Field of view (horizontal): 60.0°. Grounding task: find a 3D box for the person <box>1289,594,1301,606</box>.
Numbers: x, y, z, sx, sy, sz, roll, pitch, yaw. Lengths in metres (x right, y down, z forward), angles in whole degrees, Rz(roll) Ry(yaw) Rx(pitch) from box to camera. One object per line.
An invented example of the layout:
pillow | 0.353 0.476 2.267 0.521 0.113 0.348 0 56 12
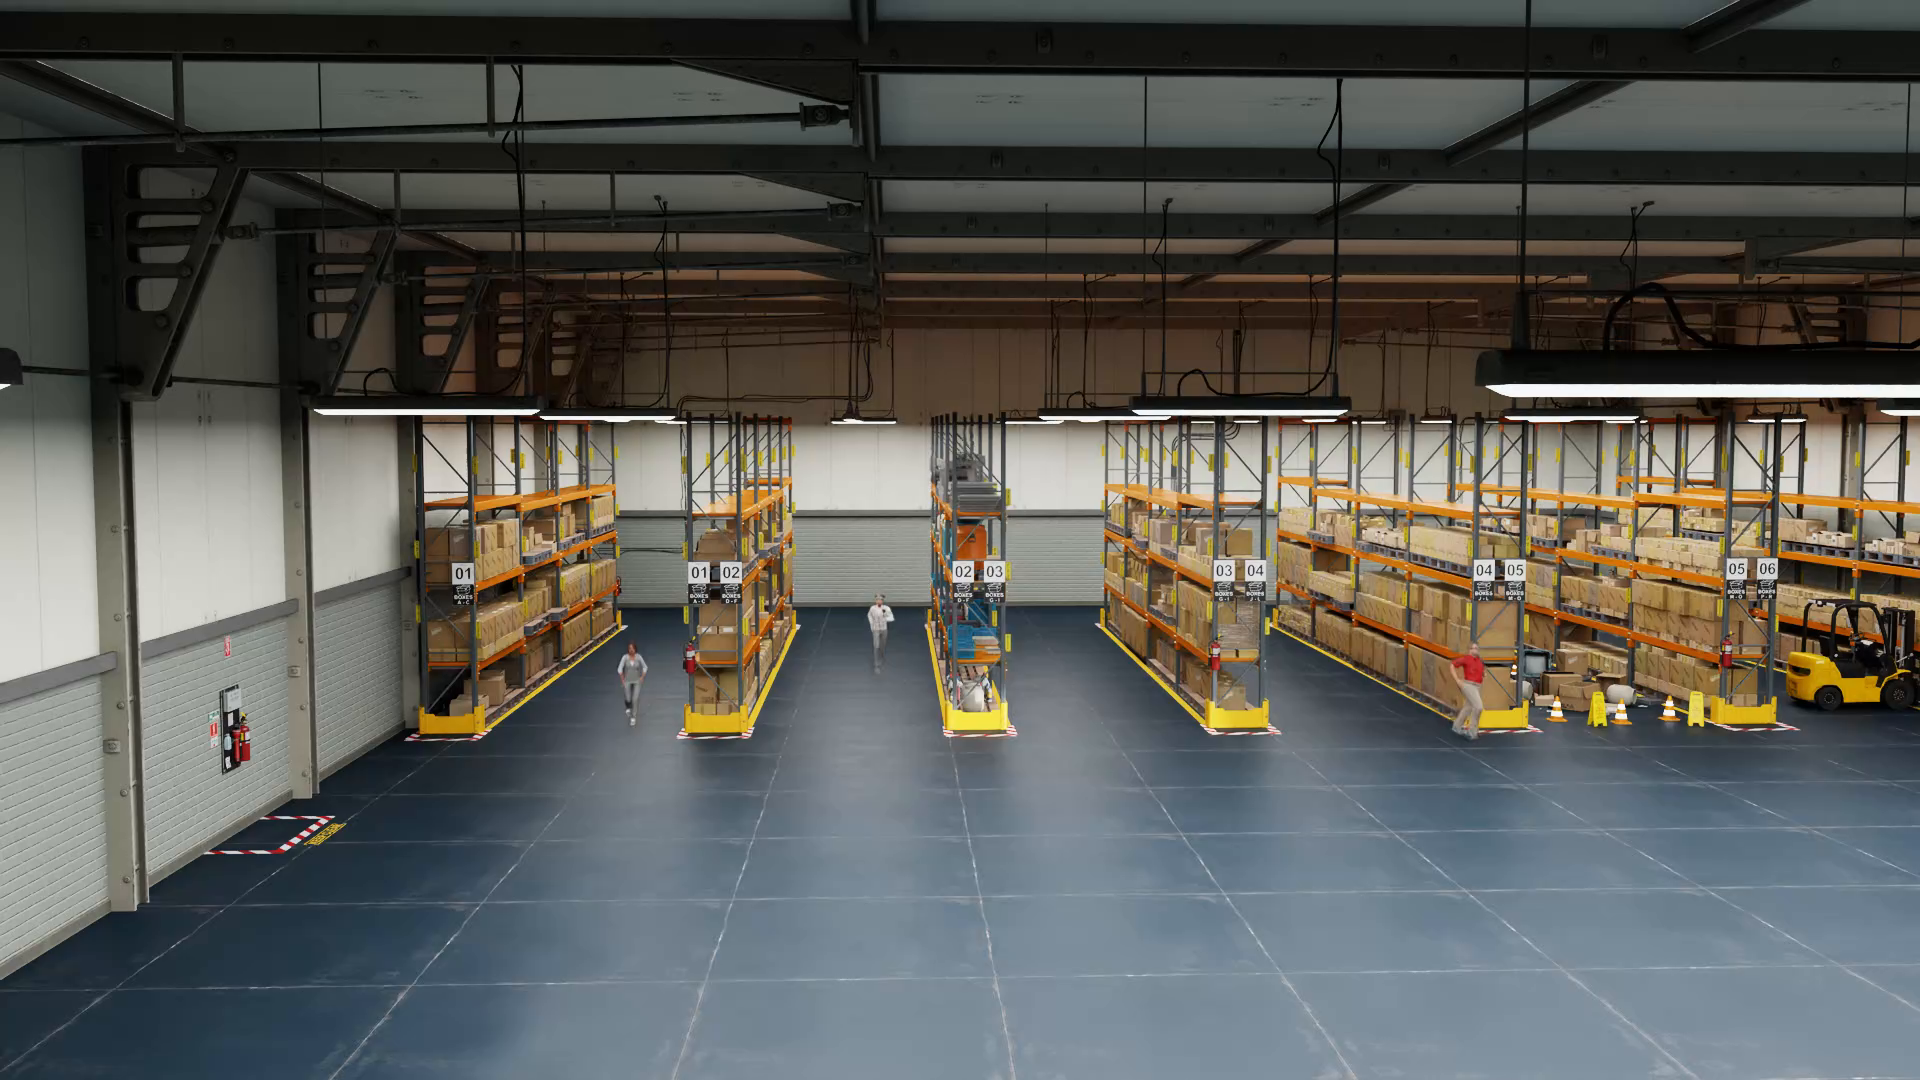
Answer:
person | 9.898 1.585 48.947 0.800 1.671 0.607 2 4 27

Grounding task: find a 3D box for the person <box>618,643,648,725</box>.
person | -6.318 2.761 32.153 0.559 1.575 0.539 -1 4 -10

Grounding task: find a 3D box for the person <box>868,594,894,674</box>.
person | -1.762 2.070 37.152 0.585 1.765 0.744 0 4 -3

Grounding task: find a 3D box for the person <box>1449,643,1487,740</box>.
person | 9.433 2.802 30.722 0.660 1.795 0.687 3 5 42
